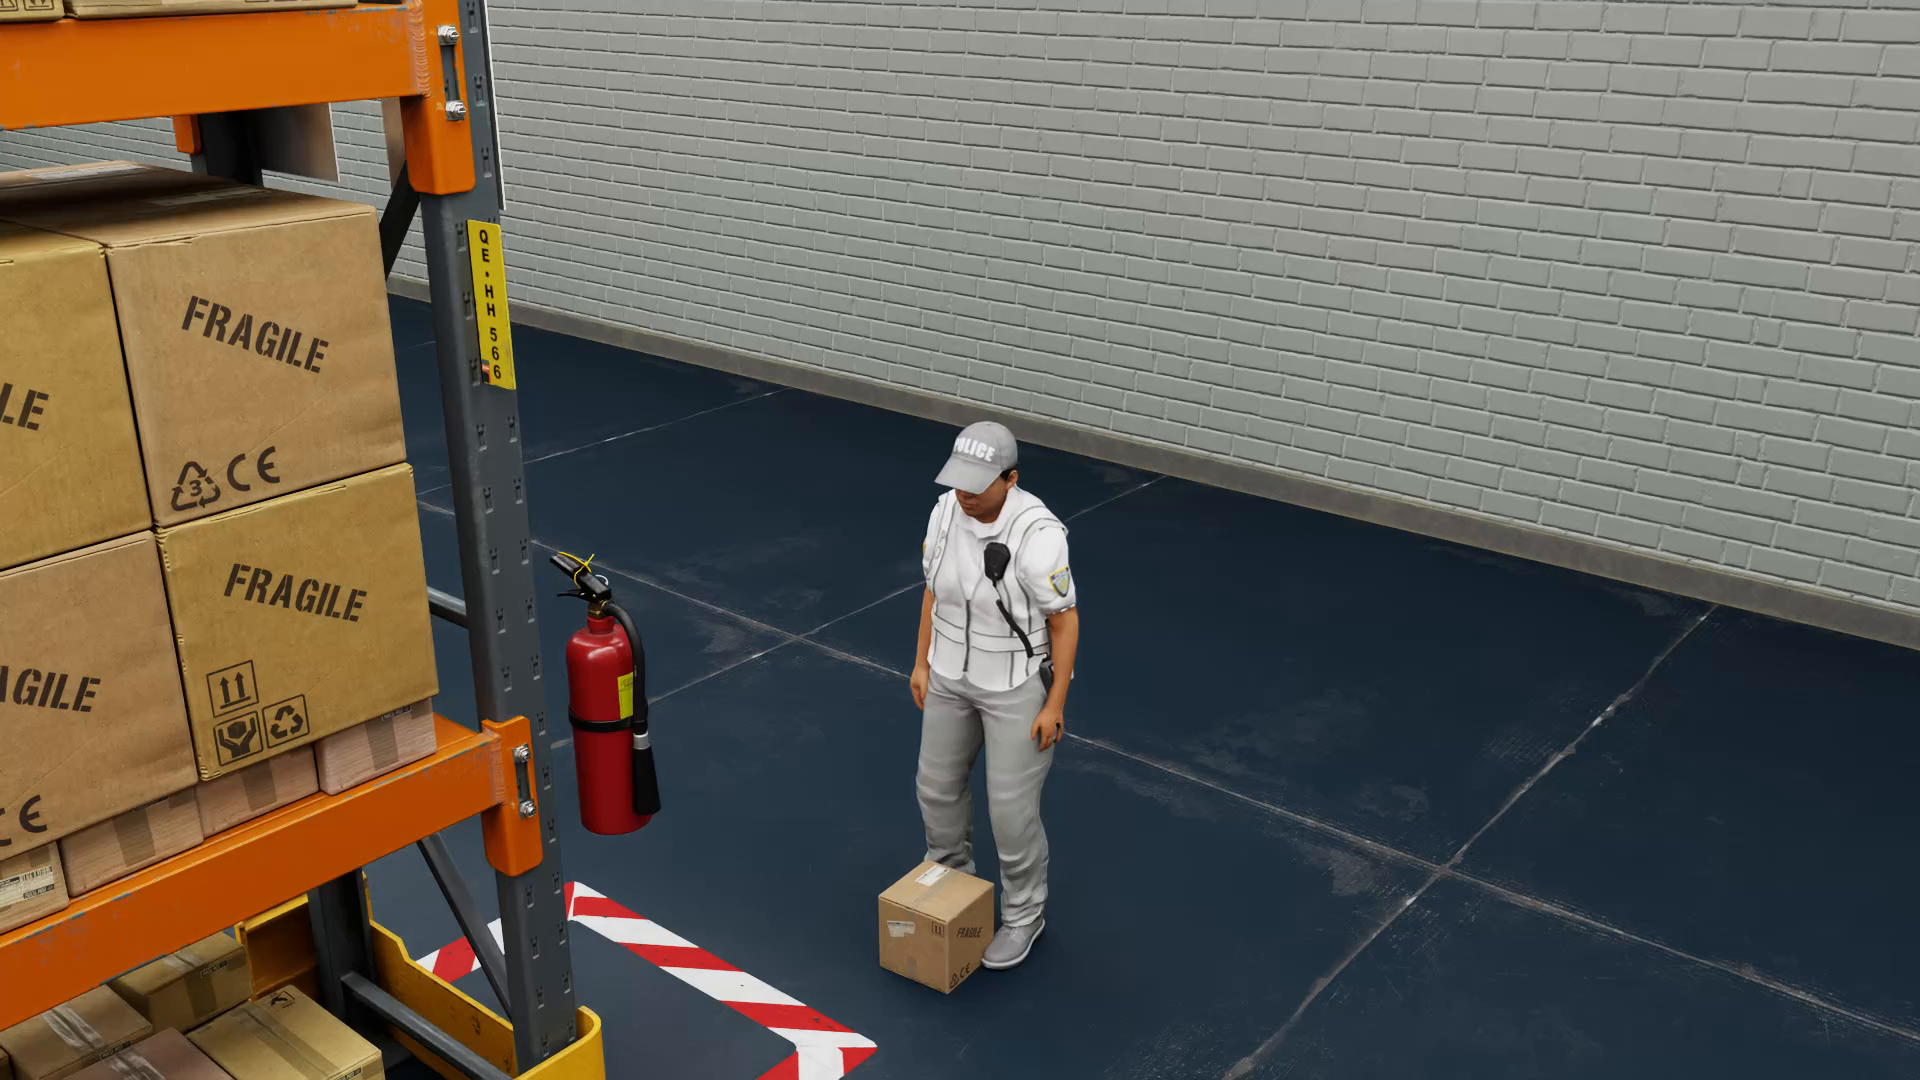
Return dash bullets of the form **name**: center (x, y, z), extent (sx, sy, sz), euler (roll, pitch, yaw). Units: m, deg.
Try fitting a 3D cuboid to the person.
- **person**: center (0.069, 0.435, 4.895), extent (0.560, 1.665, 0.469), euler (14, 25, 33)
